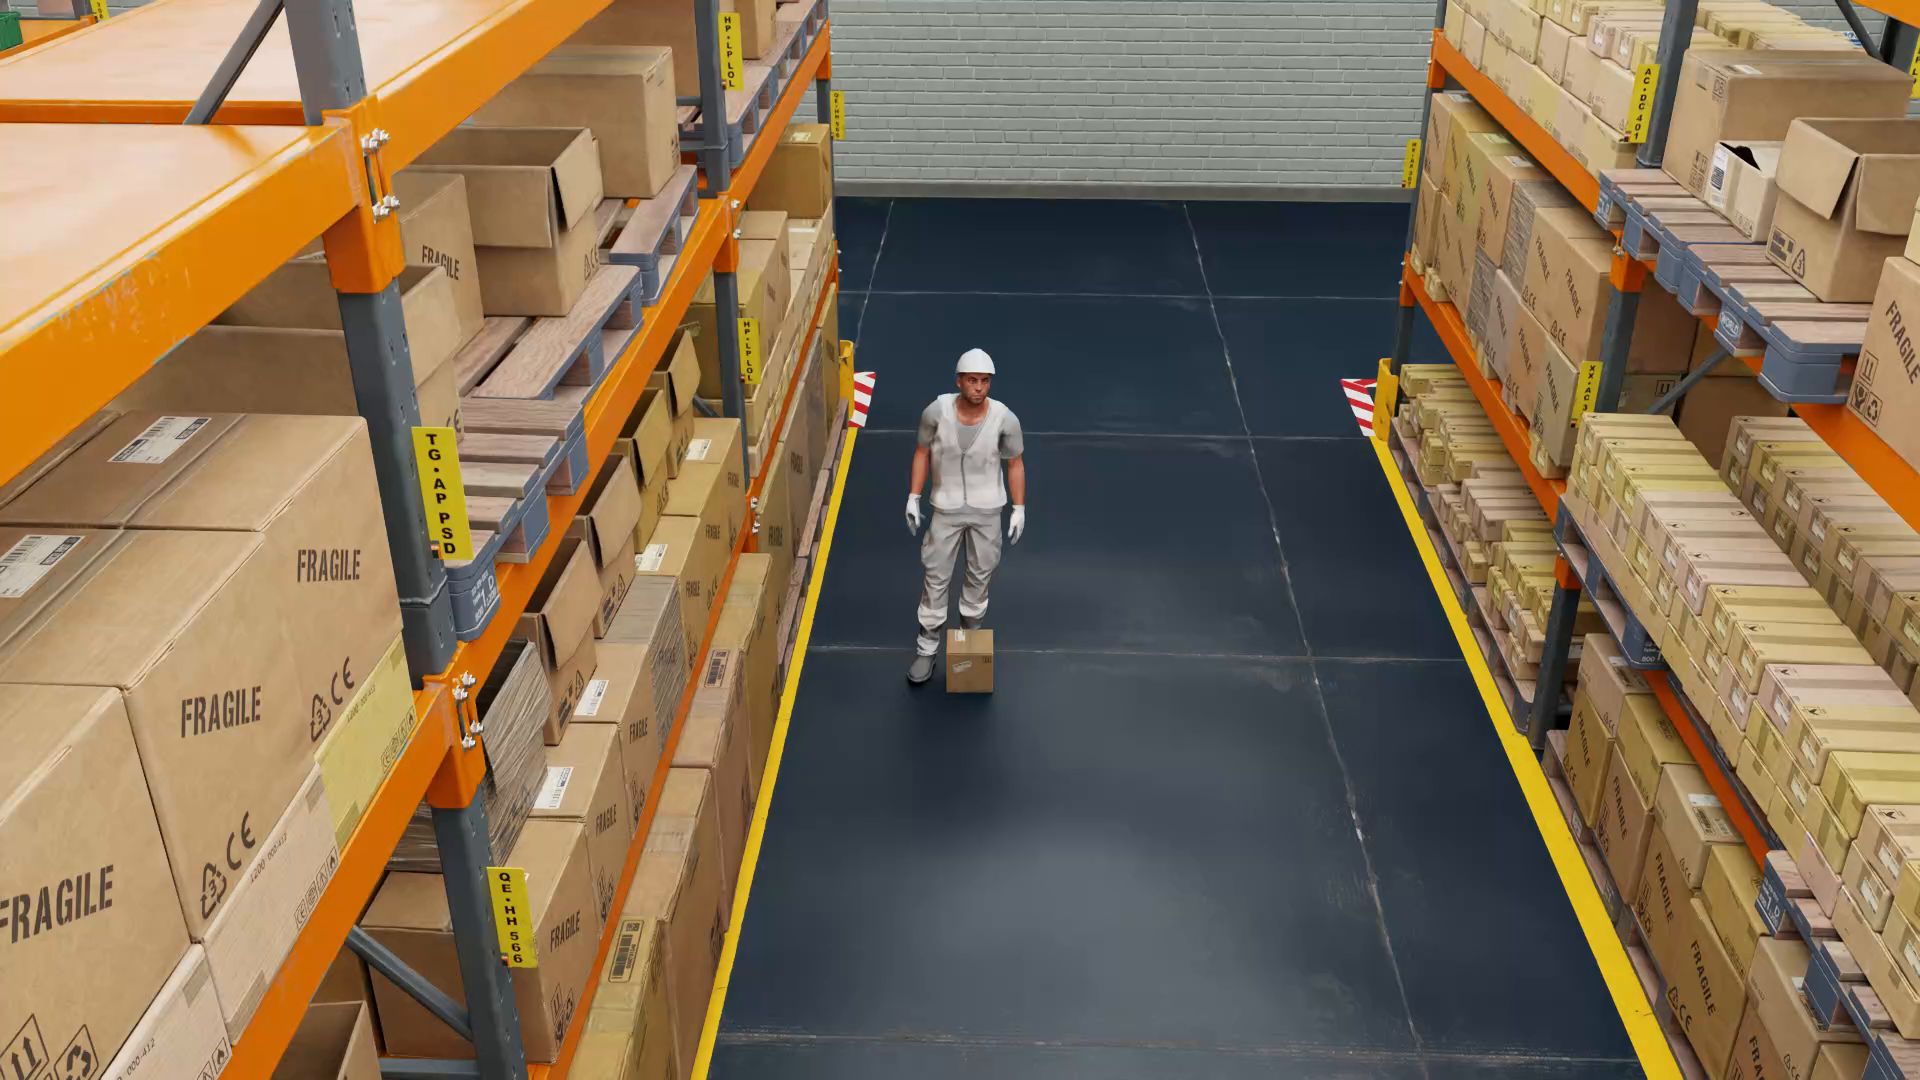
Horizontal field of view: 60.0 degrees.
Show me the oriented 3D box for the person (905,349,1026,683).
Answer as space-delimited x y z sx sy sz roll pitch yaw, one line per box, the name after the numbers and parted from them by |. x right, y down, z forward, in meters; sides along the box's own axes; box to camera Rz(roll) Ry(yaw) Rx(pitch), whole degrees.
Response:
0.026 -0.124 8.810 0.637 1.787 0.565 1 28 2 | person
